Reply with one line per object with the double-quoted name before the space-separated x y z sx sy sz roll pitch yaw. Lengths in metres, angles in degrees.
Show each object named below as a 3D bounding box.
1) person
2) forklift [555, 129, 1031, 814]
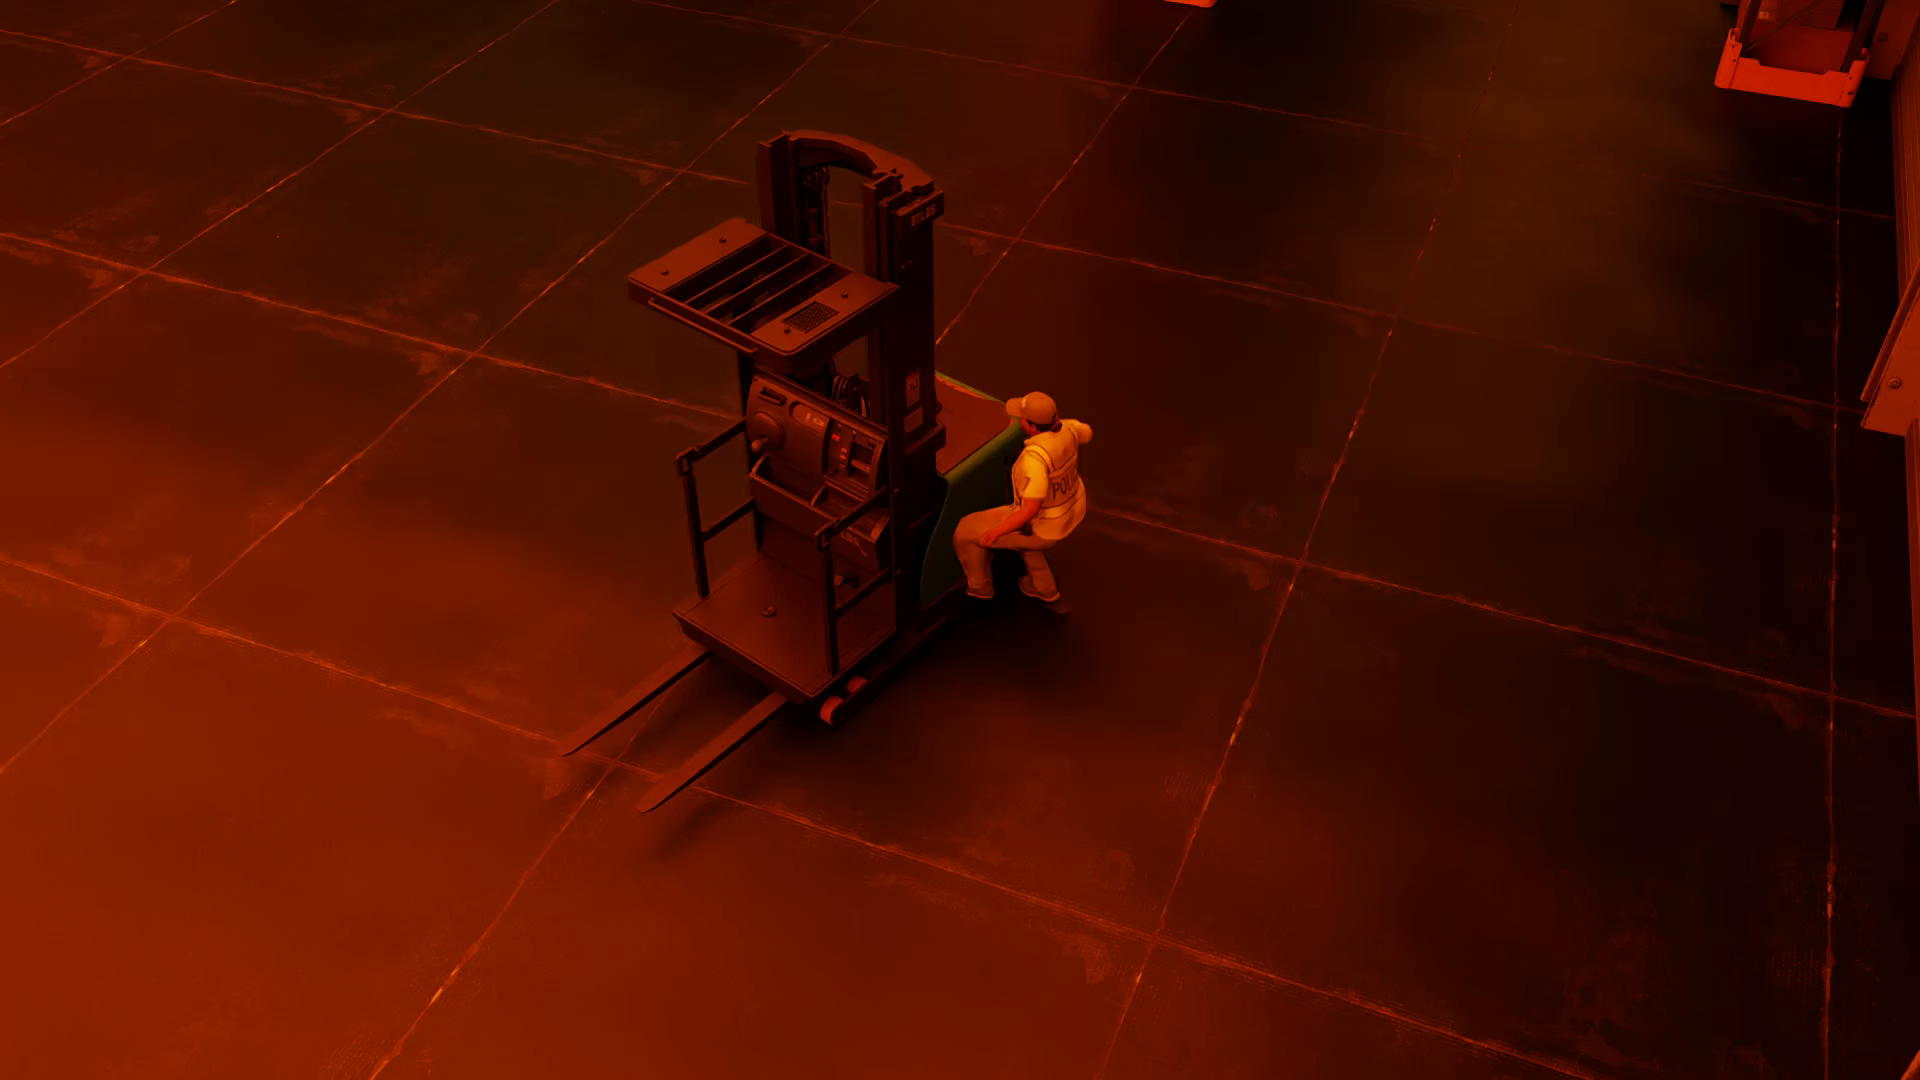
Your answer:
"person" 0.334 -0.217 9.268 0.676 1.519 0.890 23 45 25
"forklift" -0.893 -0.475 8.574 1.130 2.935 3.031 27 47 29
